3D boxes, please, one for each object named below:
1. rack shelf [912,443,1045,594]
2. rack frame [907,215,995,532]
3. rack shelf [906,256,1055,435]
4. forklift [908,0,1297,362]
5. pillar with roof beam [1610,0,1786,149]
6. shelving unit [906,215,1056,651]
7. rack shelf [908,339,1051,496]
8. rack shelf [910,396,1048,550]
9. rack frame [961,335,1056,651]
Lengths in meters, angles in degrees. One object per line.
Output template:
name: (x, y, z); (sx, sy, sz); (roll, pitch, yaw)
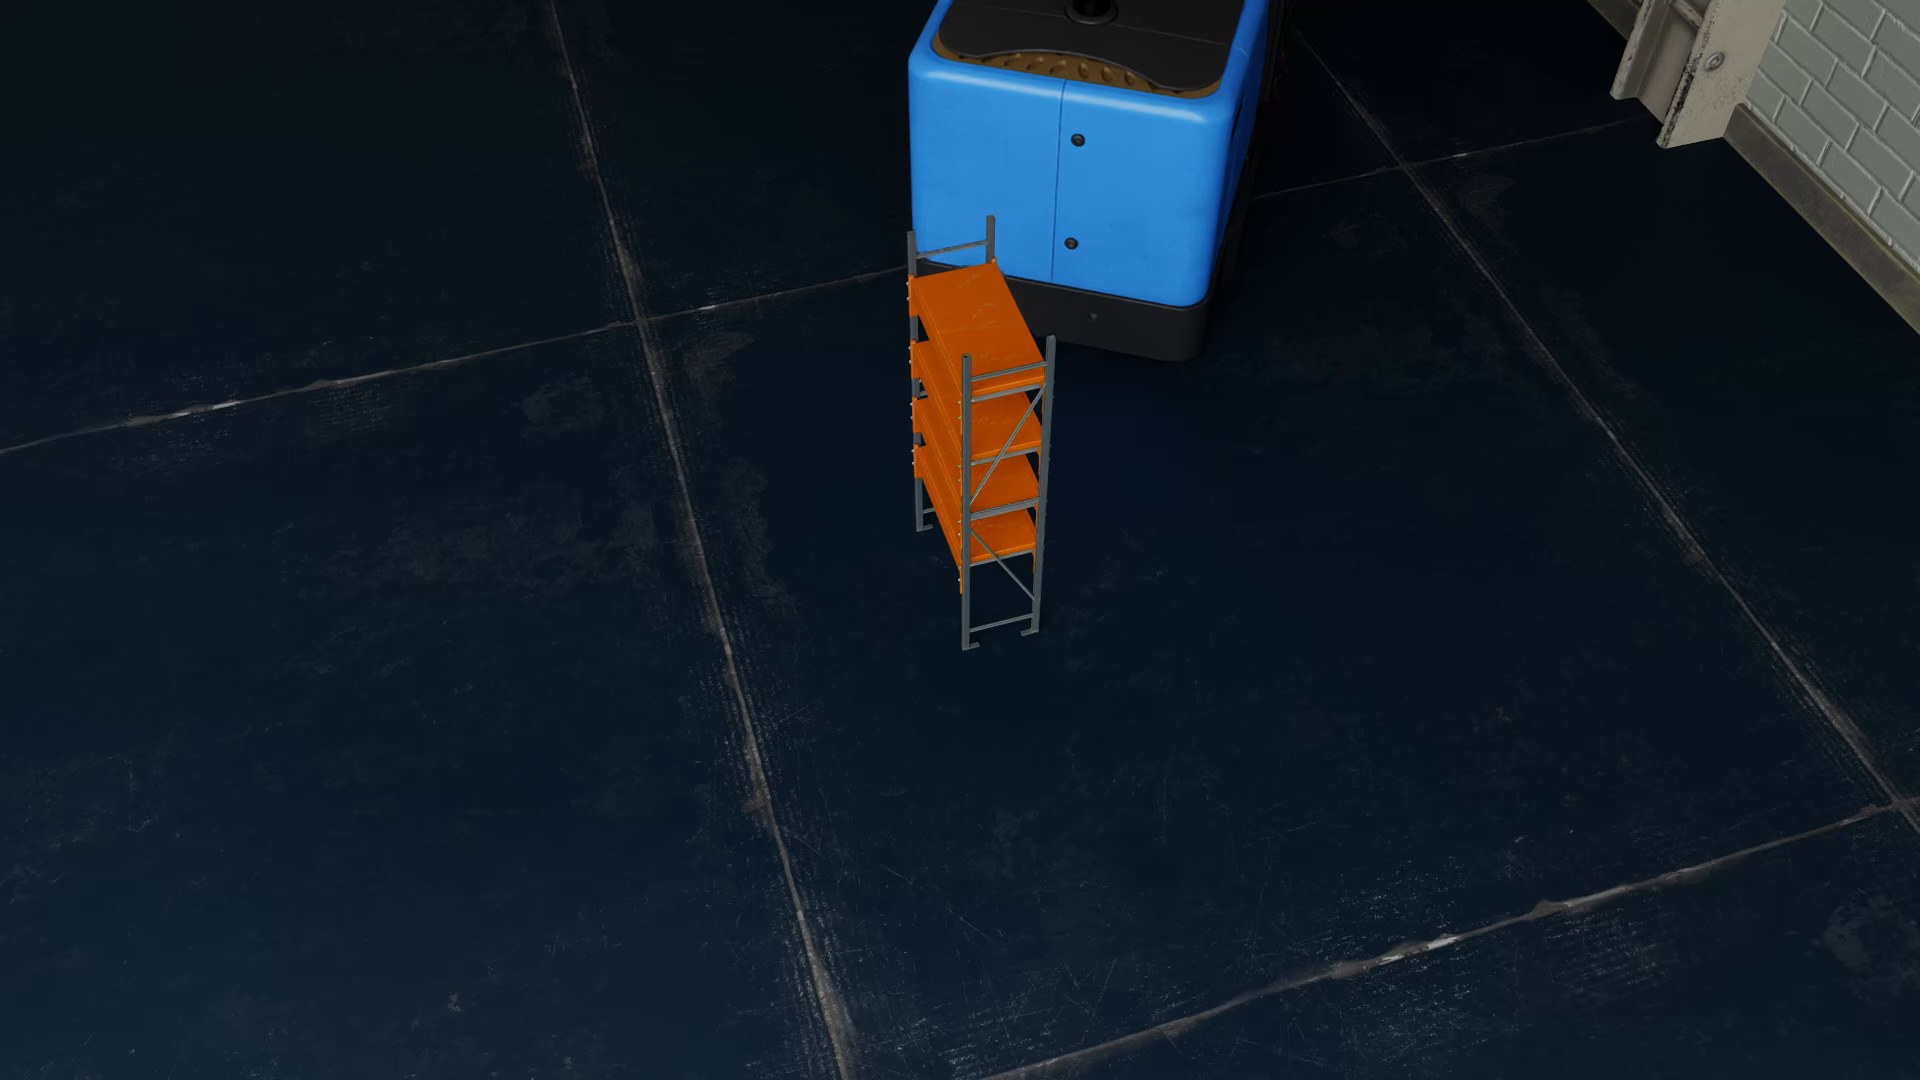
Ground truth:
rack shelf: (0.049, -0.094, 4.893); (0.258, 0.148, 0.480); (-13, 51, -11)
rack frame: (-0.023, -0.444, 4.840); (0.240, 1.200, 0.015); (-13, 51, -11)
rack shelf: (0.049, -0.519, 4.389); (0.258, 0.148, 0.480); (-13, 51, -11)
forklift: (0.713, -2.708, 5.616); (1.130, 2.935, 3.031); (12, 51, 10)
pillar with roof beam: (-1.256, -3.647, 2.439); (9.100, 9.000, 0.400); (-13, 51, -11)
shelving unit: (0.049, -0.266, 4.689); (0.258, 1.200, 0.503); (-13, 51, -11)
rack shelf: (0.049, -0.367, 4.570); (0.258, 0.148, 0.480); (-13, 51, -11)
rack shelf: (0.049, -0.222, 4.741); (0.258, 0.148, 0.480); (-13, 51, -11)
rack frame: (0.121, -0.088, 4.539); (0.240, 1.200, 0.015); (-13, 51, -11)
